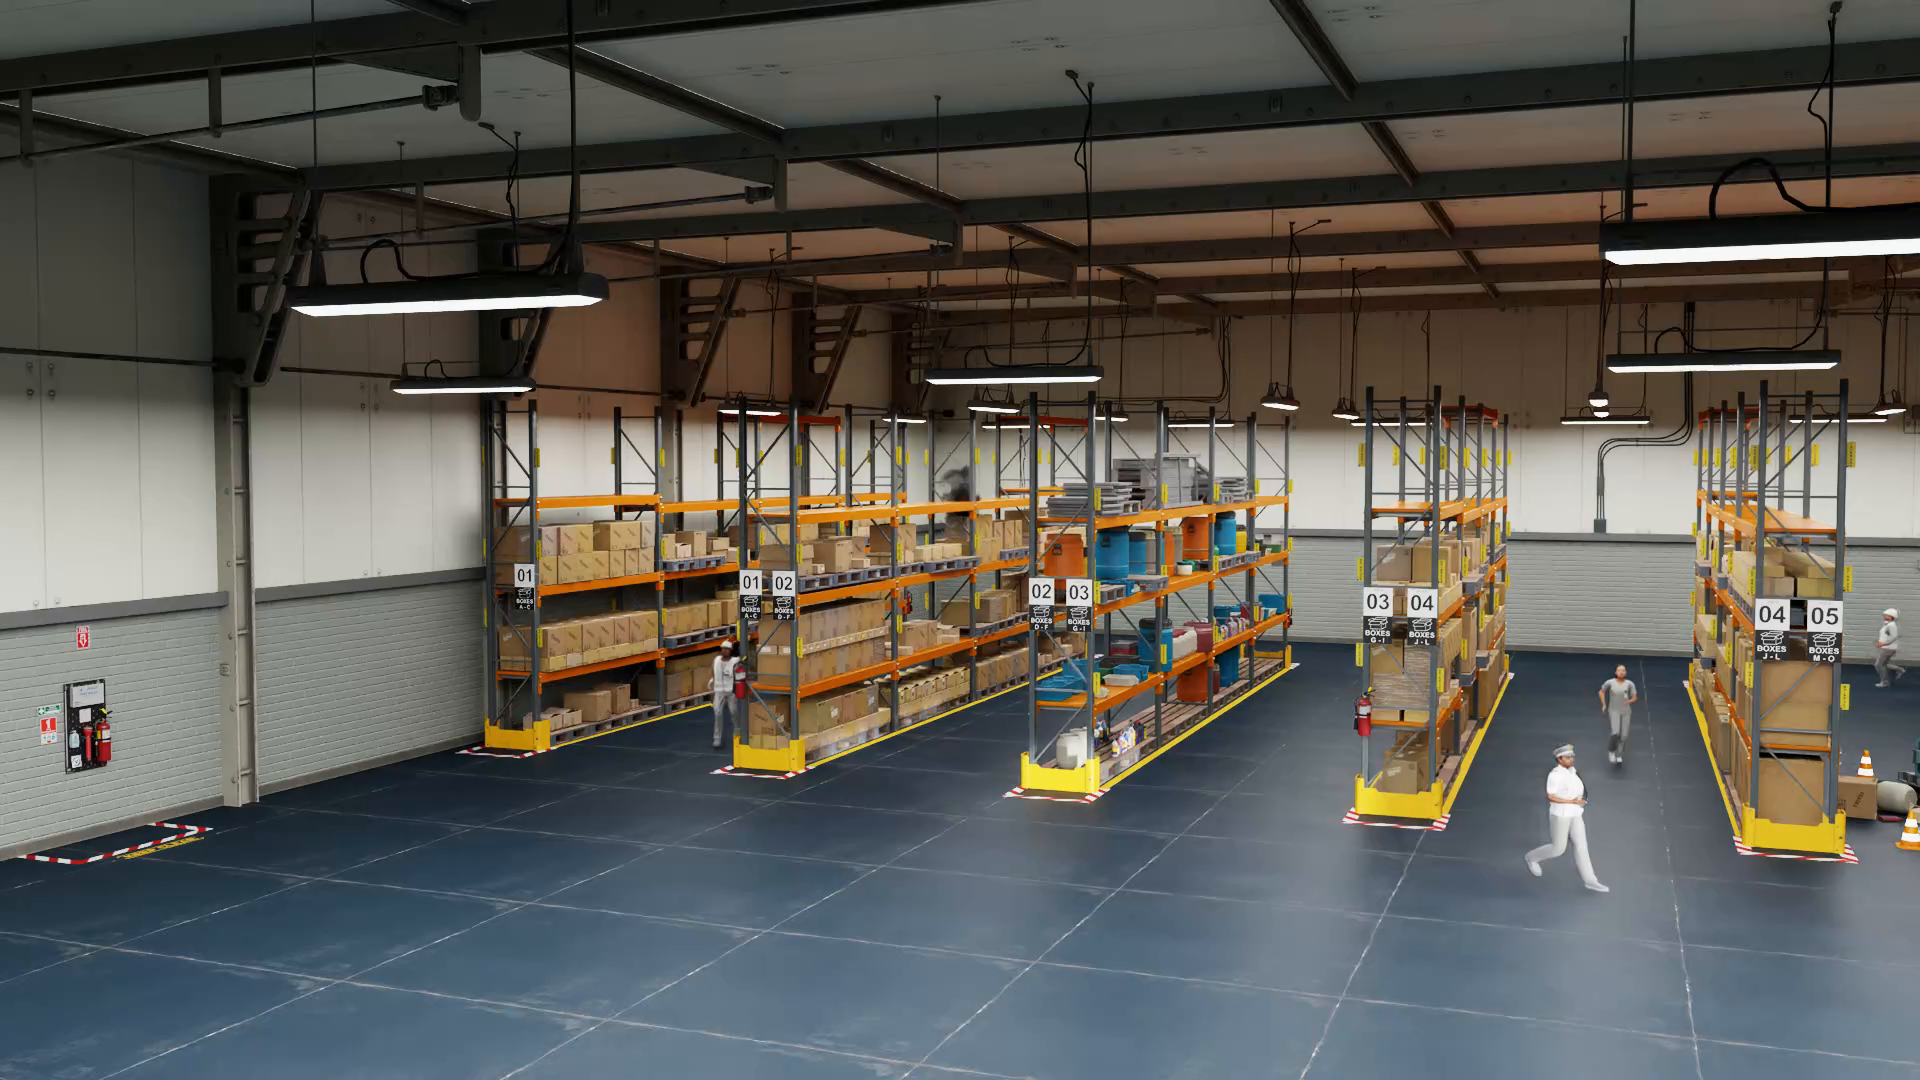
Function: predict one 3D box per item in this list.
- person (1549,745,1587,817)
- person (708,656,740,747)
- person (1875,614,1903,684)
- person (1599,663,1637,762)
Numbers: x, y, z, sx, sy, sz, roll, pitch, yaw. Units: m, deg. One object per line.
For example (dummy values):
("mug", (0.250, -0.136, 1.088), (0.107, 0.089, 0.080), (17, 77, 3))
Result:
("person", (7.035, 2.780, 19.265), (0.407, 0.842, 0.340), (-2, 3, -32))
("person", (-4.127, 2.783, 29.042), (0.576, 1.507, 0.992), (0, 3, 8))
("person", (20.304, 2.350, 36.321), (0.548, 1.611, 0.572), (1, 3, 25))
("person", (10.737, 2.831, 27.094), (0.546, 1.635, 0.628), (1, 3, 12))
